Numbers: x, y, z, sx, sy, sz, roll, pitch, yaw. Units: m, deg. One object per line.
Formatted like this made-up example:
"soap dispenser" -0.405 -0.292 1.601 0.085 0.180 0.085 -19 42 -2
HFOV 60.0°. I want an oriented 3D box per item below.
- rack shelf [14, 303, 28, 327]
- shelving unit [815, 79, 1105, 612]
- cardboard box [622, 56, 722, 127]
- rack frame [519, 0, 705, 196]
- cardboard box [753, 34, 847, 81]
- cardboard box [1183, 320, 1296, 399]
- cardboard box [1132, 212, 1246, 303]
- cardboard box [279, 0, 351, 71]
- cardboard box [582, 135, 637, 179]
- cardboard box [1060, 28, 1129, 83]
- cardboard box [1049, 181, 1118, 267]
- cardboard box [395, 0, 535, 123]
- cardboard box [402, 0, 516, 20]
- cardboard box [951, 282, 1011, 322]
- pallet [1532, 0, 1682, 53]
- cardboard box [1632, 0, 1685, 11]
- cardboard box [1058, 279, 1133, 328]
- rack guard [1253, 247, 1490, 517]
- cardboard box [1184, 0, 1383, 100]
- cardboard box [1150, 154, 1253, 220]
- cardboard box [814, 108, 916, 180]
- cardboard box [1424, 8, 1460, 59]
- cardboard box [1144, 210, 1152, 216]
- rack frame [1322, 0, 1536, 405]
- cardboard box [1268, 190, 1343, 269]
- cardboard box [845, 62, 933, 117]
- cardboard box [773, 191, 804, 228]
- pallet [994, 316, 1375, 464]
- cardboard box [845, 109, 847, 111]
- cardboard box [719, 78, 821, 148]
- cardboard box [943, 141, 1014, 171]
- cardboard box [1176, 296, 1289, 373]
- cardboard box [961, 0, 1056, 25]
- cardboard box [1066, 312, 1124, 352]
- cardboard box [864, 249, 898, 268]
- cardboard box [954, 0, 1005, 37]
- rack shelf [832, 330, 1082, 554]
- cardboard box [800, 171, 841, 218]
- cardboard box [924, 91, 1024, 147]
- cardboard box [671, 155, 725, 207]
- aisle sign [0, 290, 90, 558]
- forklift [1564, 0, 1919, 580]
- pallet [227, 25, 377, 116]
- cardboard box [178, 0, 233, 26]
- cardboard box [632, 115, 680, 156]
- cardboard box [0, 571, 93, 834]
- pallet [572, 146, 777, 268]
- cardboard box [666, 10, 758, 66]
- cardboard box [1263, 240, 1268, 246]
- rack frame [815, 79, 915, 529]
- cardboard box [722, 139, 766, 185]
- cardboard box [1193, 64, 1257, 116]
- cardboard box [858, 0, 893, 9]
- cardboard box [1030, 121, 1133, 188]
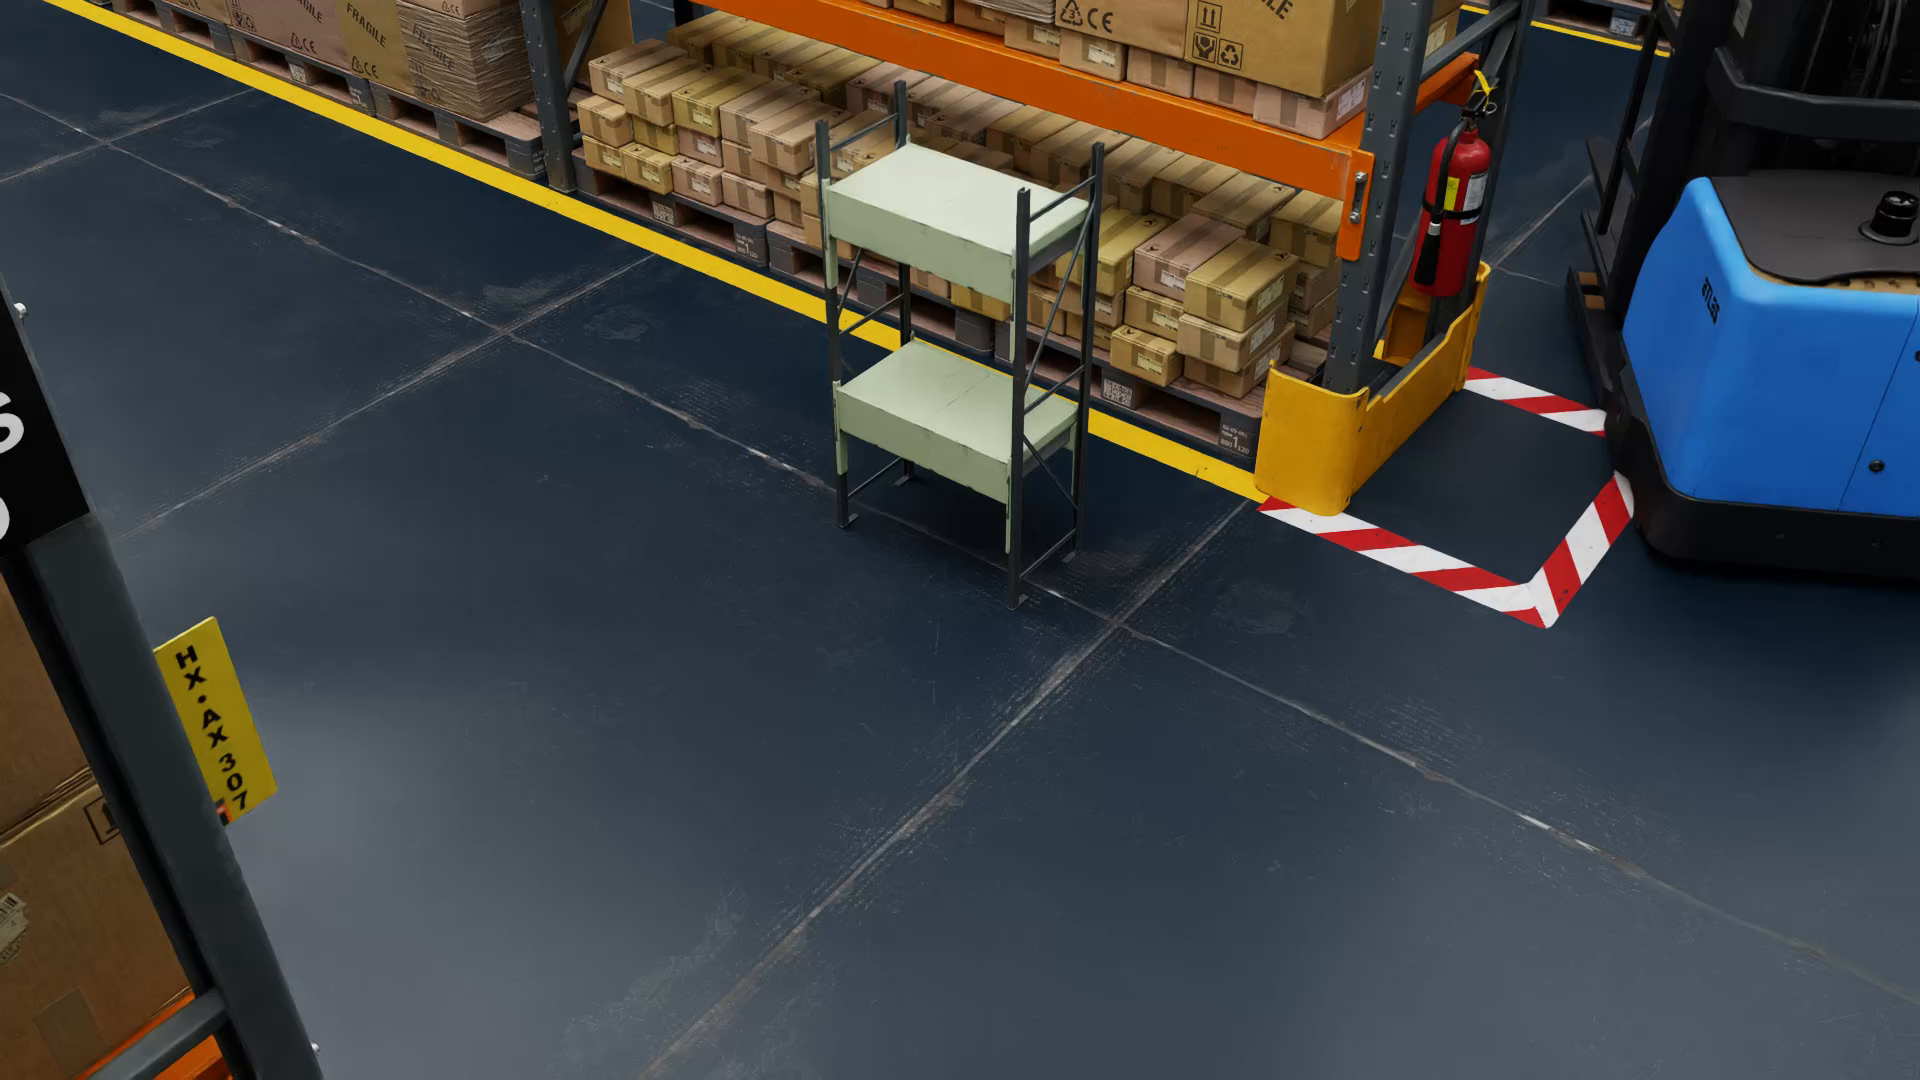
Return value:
"rack shelf" -2.930 -0.754 2.430 4.000 0.370 1.077 25 45 29
"shelving unit" -0.005 -0.593 5.291 0.755 1.500 0.431 25 45 29
"cardboard box" -1.261 -1.982 7.337 0.250 0.149 0.380 28 46 31
"rack frame" -1.592 -3.067 7.234 0.127 3.000 1.000 25 45 29
"cardboard box" -0.722 -2.172 7.581 0.250 0.149 0.380 25 44 28
"cardboard box" 1.041 -0.707 6.192 0.250 0.149 0.380 26 45 29
"cardboard box" 0.847 -1.043 6.138 0.250 0.149 0.380 26 45 29
"cardboard box" -3.145 -2.789 8.566 0.500 0.500 0.500 24 44 28
"cardboard box" -1.497 -1.816 7.609 0.250 0.149 0.380 23 44 27
"cardboard box" 0.555 -1.736 5.738 0.250 0.149 0.380 27 45 30
"cardboard box" 0.396 -1.205 6.346 0.250 0.149 0.380 23 44 27
"cardboard box" -2.332 -2.402 8.072 0.500 0.500 0.500 24 44 28
"cardboard box" -2.337 -2.699 7.842 0.500 0.250 0.500 24 44 27
"cardboard box" 0.173 -1.046 6.624 0.250 0.149 0.380 23 44 27
"pallet" 3.997 -3.123 9.568 1.213 0.211 1.003 25 45 29
"cardboard box" 4.122 -3.489 9.156 0.875 0.875 0.875 25 45 29
"cardboard box" 0.579 -0.981 6.300 0.250 0.149 0.380 23 44 27
"rack guard" 1.525 -0.613 6.128 0.348 0.500 1.175 25 45 29
"cardboard box" 1.072 -1.768 5.252 0.500 0.500 0.500 26 45 29
"cardboard box" 0.962 -1.410 6.607 0.250 0.149 0.380 25 45 28
"cardboard box" -0.390 -1.627 6.885 0.250 0.149 0.380 23 44 27
"cardboard box" 1.528 -1.752 5.758 0.250 0.149 0.380 25 44 28
"cardboard box" 0.756 -1.379 6.808 0.250 0.149 0.380 27 45 30
"rack frame" 1.586 -1.569 5.321 0.127 3.000 1.000 25 45 29
"cardboard box" 1.376 -1.209 6.350 0.250 0.149 0.380 23 44 27
"cardboard box" -0.292 -1.981 7.336 0.250 0.149 0.380 23 44 27
"cardboard box" -0.590 -1.495 7.198 0.250 0.149 0.380 23 44 27
"pallet" 0.902 -0.821 6.628 1.213 0.211 1.003 25 45 29
"cardboard box" -0.348 -1.850 7.410 0.250 0.149 0.380 26 45 30
"cardboard box" -0.809 -1.824 7.136 0.250 0.149 0.380 24 44 27
"cardboard box" 0.007 -1.432 6.635 0.250 0.149 0.380 24 44 27
"cardboard box" 0.993 -0.787 6.052 0.250 0.149 0.380 24 44 27
"cardboard box" 0.258 -2.148 5.738 0.500 0.500 0.500 25 45 29
"cardboard box" 0.618 -0.895 6.431 0.250 0.149 0.380 25 44 28
"cardboard box" -0.187 -1.289 6.935 0.250 0.149 0.380 27 45 30
"cardboard box" 0.185 -1.979 6.049 0.250 0.149 0.380 23 44 27
"rack shelf" -0.005 -0.336 5.492 0.720 0.370 0.431 25 45 29
"cardboard box" -0.448 -1.468 6.922 0.250 0.149 0.380 25 44 28
"cardboard box" 0.061 -1.739 7.027 0.250 0.149 0.380 25 45 29
"cardboard box" -1.057 -1.649 7.395 0.250 0.149 0.380 25 44 28
"aisle sign" -1.108 -0.246 1.522 0.004 0.787 0.394 25 45 29
"forklift" 3.057 -1.917 5.821 1.130 2.935 3.031 5 38 7
"pallet" -3.184 -2.717 9.049 1.213 0.211 1.003 25 45 29
"cardboard box" -3.960 -3.170 9.053 0.500 0.500 0.500 26 45 29
"cardboard box" -1.242 -1.884 7.453 0.250 0.149 0.380 26 45 29
"cardboard box" -1.550 0.140 2.245 0.500 0.500 0.500 24 44 28
"pallet" -1.037 -1.735 7.795 1.213 0.211 1.003 25 45 29
"cardboard box" -1.151 -2.338 7.793 0.250 0.149 0.380 27 45 30
"cardboard box" 1.142 -1.181 6.556 0.250 0.149 0.380 25 44 28
"rack frame" -0.296 -0.730 5.466 0.023 1.500 0.400 25 45 29
"cardboard box" -0.814 -1.708 7.229 0.250 0.149 0.380 23 44 26
"cardboard box" 0.980 -1.565 5.520 0.250 0.149 0.380 25 45 29
"cardboard box" -0.249 -2.155 6.273 0.250 0.149 0.380 27 45 30
"cardboard box" 0.500 -1.571 6.813 0.250 0.149 0.380 27 45 30
